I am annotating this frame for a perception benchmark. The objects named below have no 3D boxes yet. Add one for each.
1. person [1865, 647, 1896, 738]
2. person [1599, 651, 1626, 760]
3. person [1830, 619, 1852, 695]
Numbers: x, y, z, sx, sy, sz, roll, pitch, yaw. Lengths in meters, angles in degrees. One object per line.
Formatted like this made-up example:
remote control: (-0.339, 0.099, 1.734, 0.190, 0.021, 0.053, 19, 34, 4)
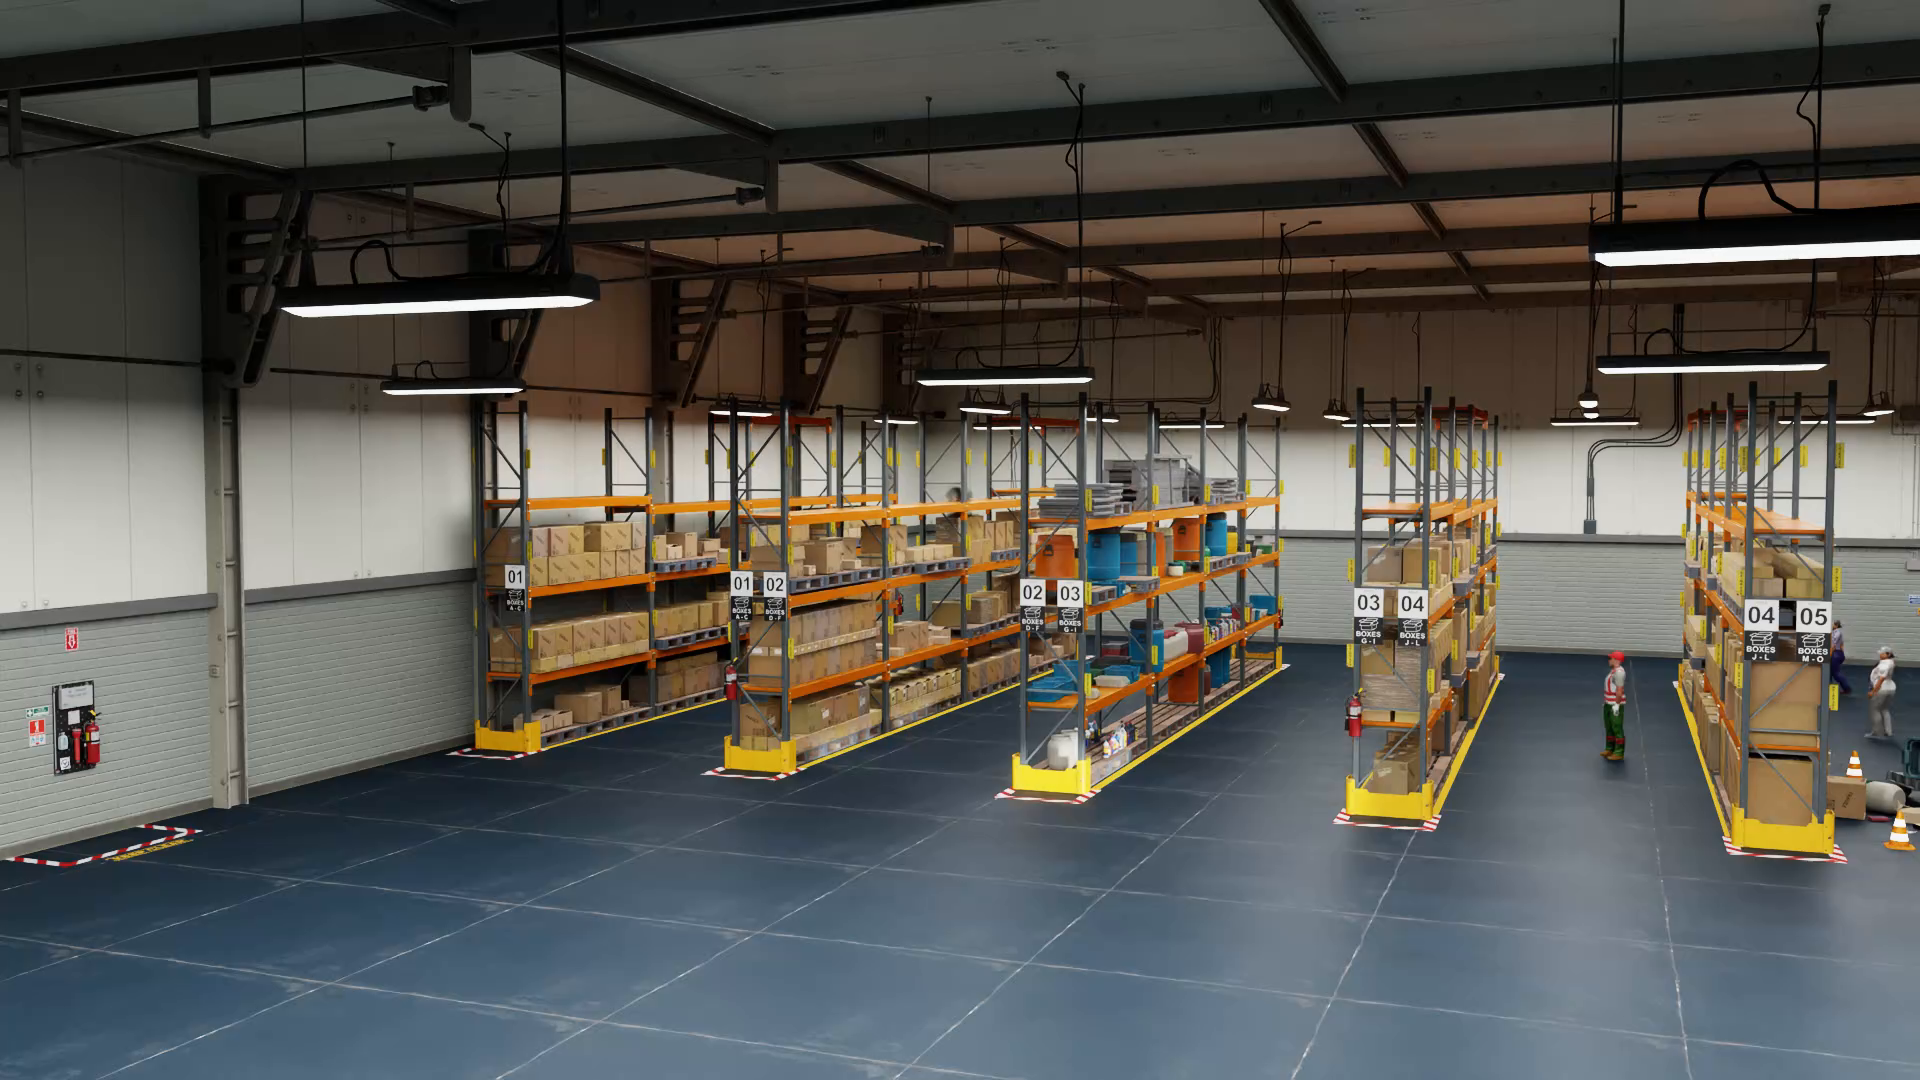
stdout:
person: (16.510, 2.771, 29.834, 0.547, 1.735, 0.466, -1, 3, -28)
person: (10.922, 2.748, 27.776, 0.395, 1.796, 0.598, 0, 3, -4)
person: (18.509, 2.467, 35.265, 0.570, 1.588, 1.014, -1, 3, -27)
